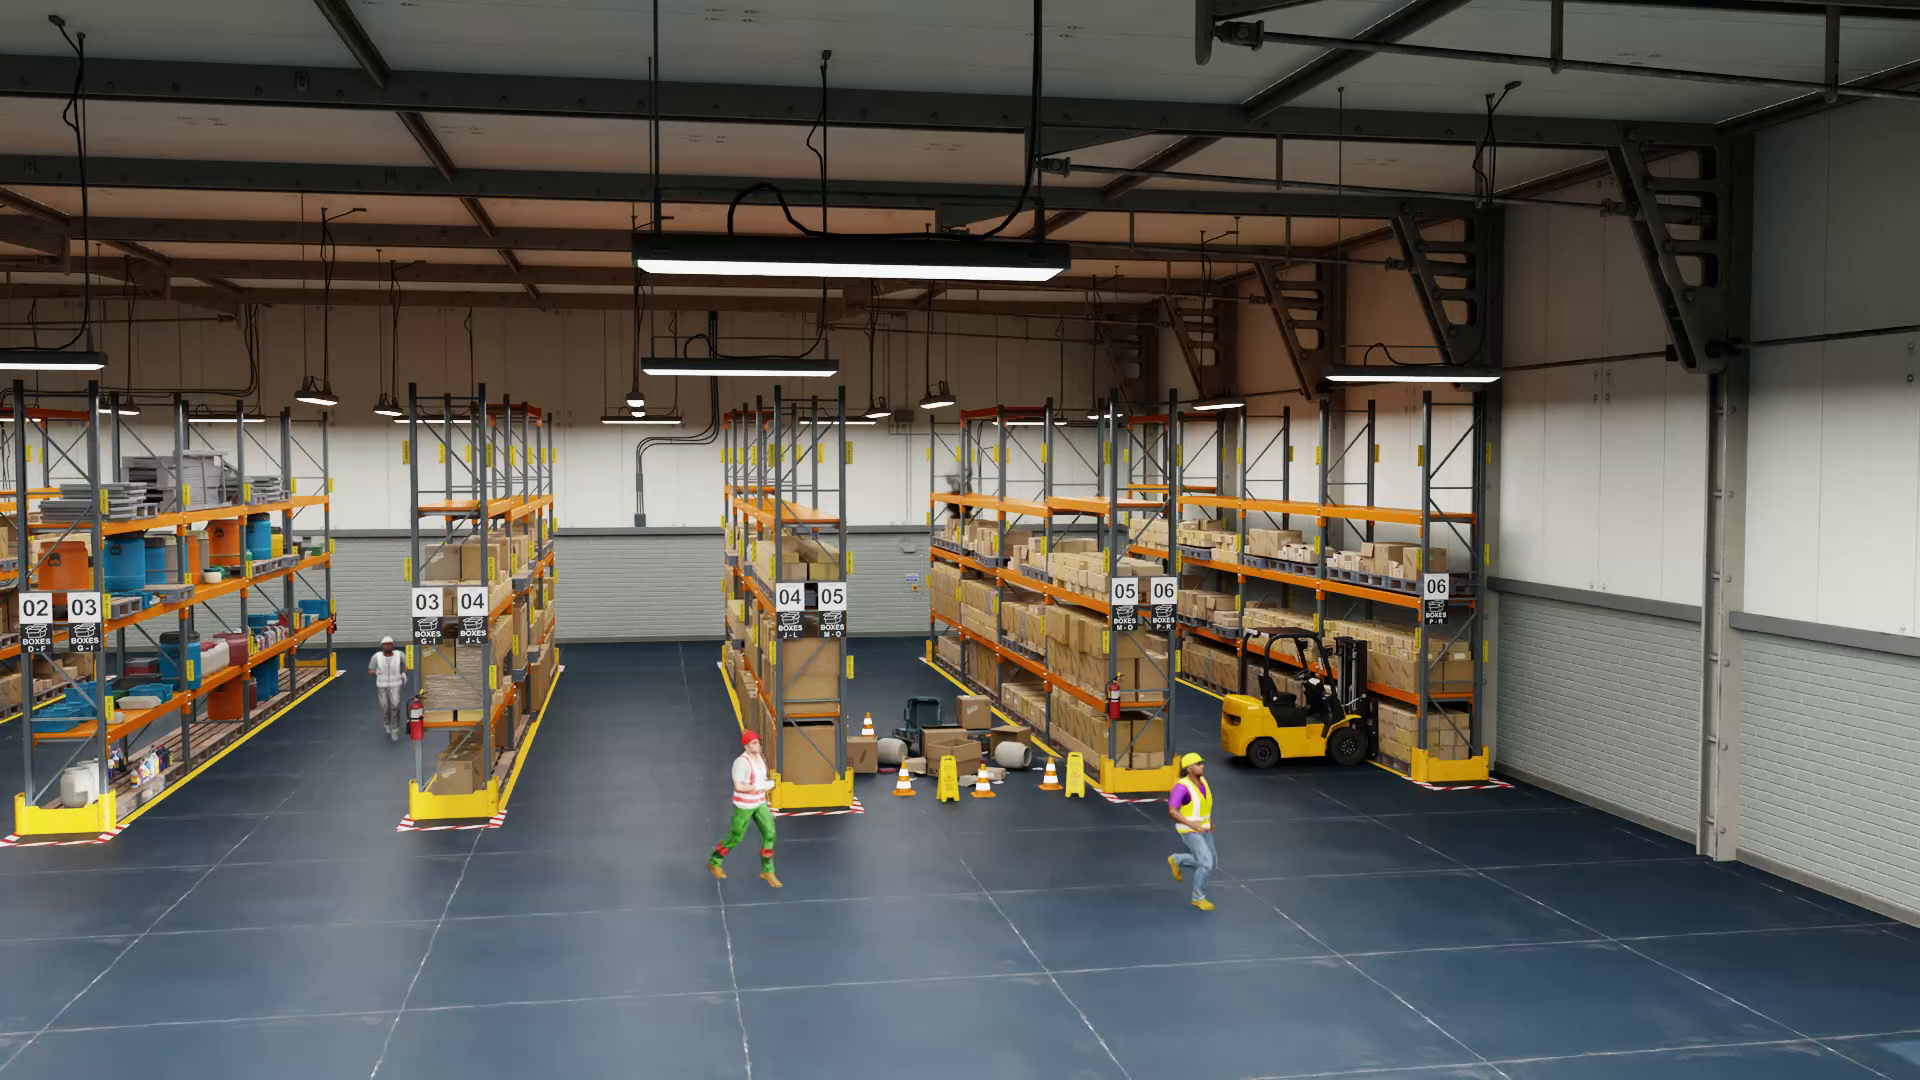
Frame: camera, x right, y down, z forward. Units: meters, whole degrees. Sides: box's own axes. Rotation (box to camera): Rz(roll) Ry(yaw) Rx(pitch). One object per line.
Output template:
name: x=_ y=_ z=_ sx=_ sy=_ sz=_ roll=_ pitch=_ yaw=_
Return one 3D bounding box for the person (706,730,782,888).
person: x=-2.499 y=3.120 z=19.419 sx=0.932 sy=1.827 sz=0.676 roll=2 pitch=3 yaw=30

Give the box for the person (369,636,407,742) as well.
person: x=-10.107 y=2.621 z=29.424 sx=0.660 sy=1.847 sz=0.808 roll=-1 pitch=3 yaw=-15

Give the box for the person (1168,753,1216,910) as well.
person: x=2.568 y=3.218 z=18.530 sx=0.661 sy=1.703 sz=0.720 roll=2 pitch=4 yaw=37
